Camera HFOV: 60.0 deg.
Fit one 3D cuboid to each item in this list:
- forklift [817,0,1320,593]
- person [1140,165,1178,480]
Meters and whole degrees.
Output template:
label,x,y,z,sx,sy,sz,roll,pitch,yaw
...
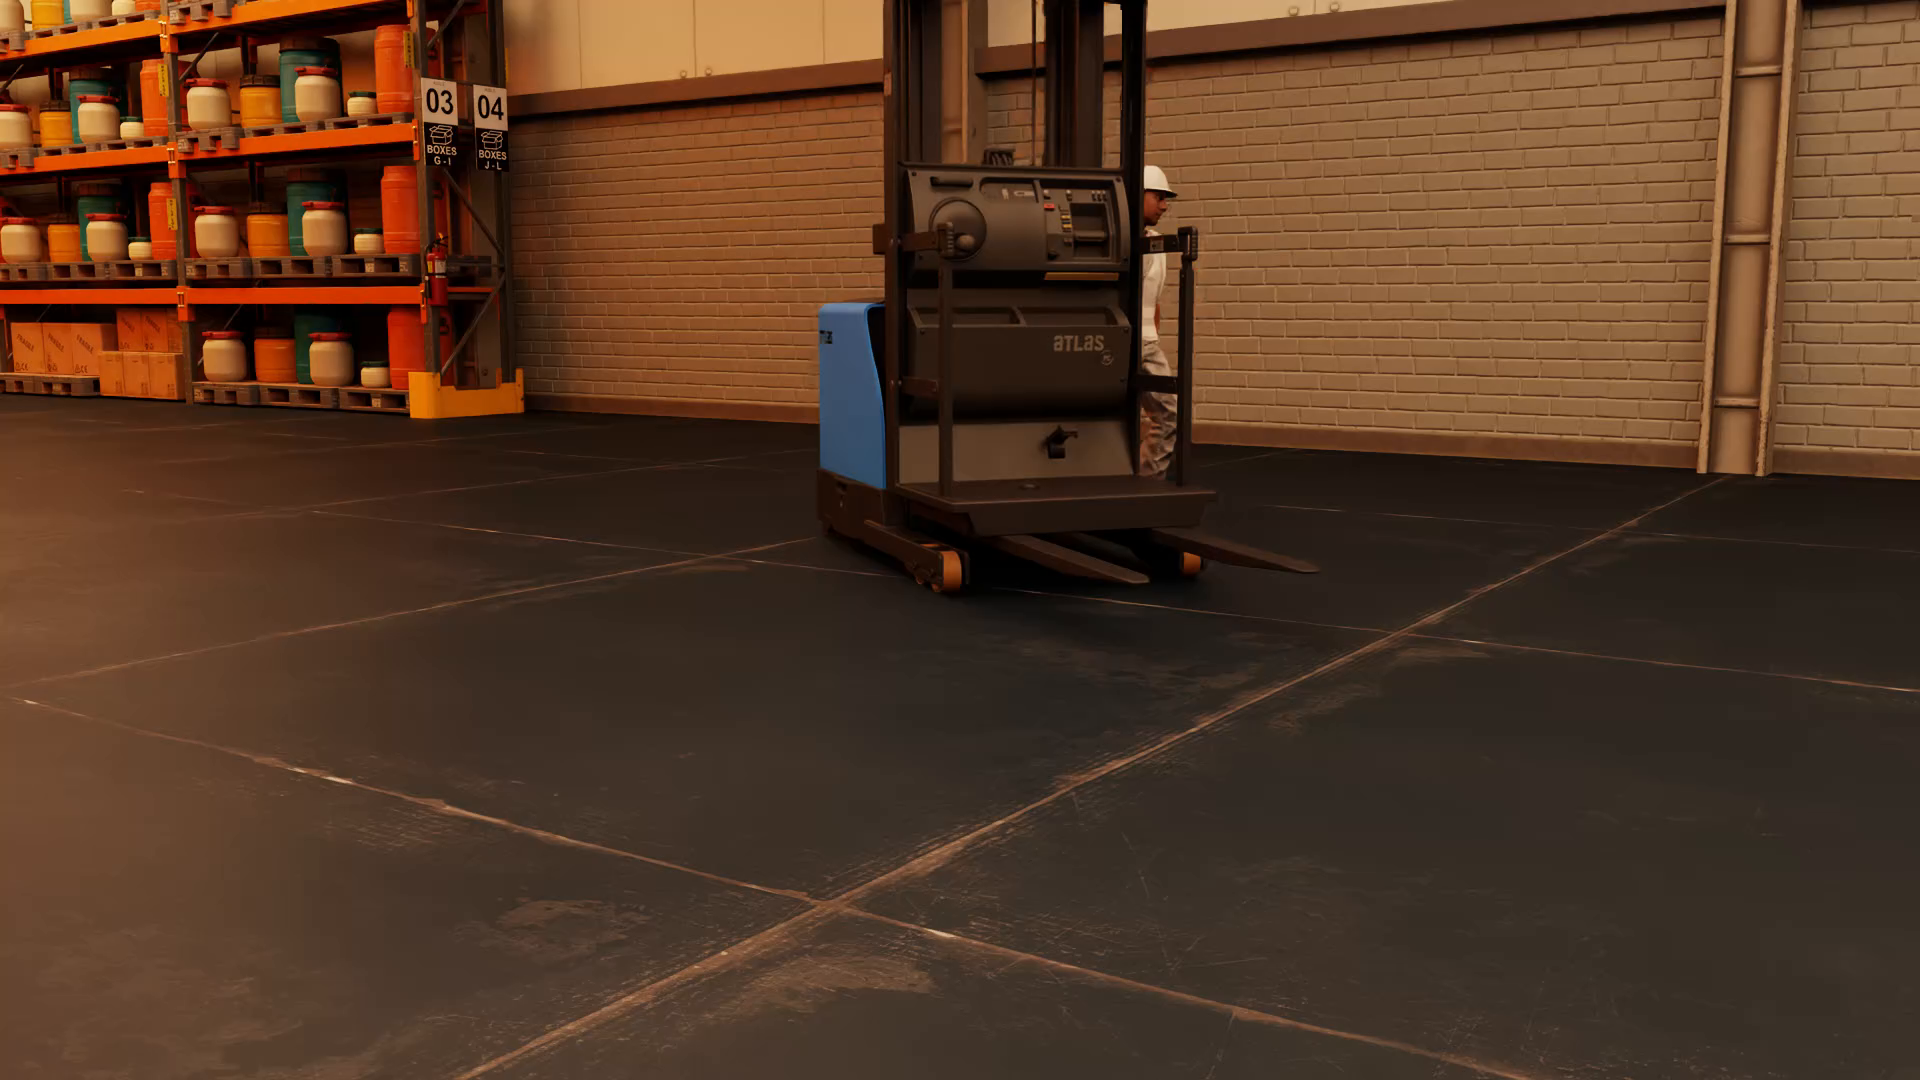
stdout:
label,x,y,z,sx,sy,sz,roll,pitch,yaw
forklift,0.318,-1.316,6.446,1.130,2.935,3.031,-3,9,-20
person,0.794,-0.943,8.141,0.884,1.745,0.458,-7,10,-39
